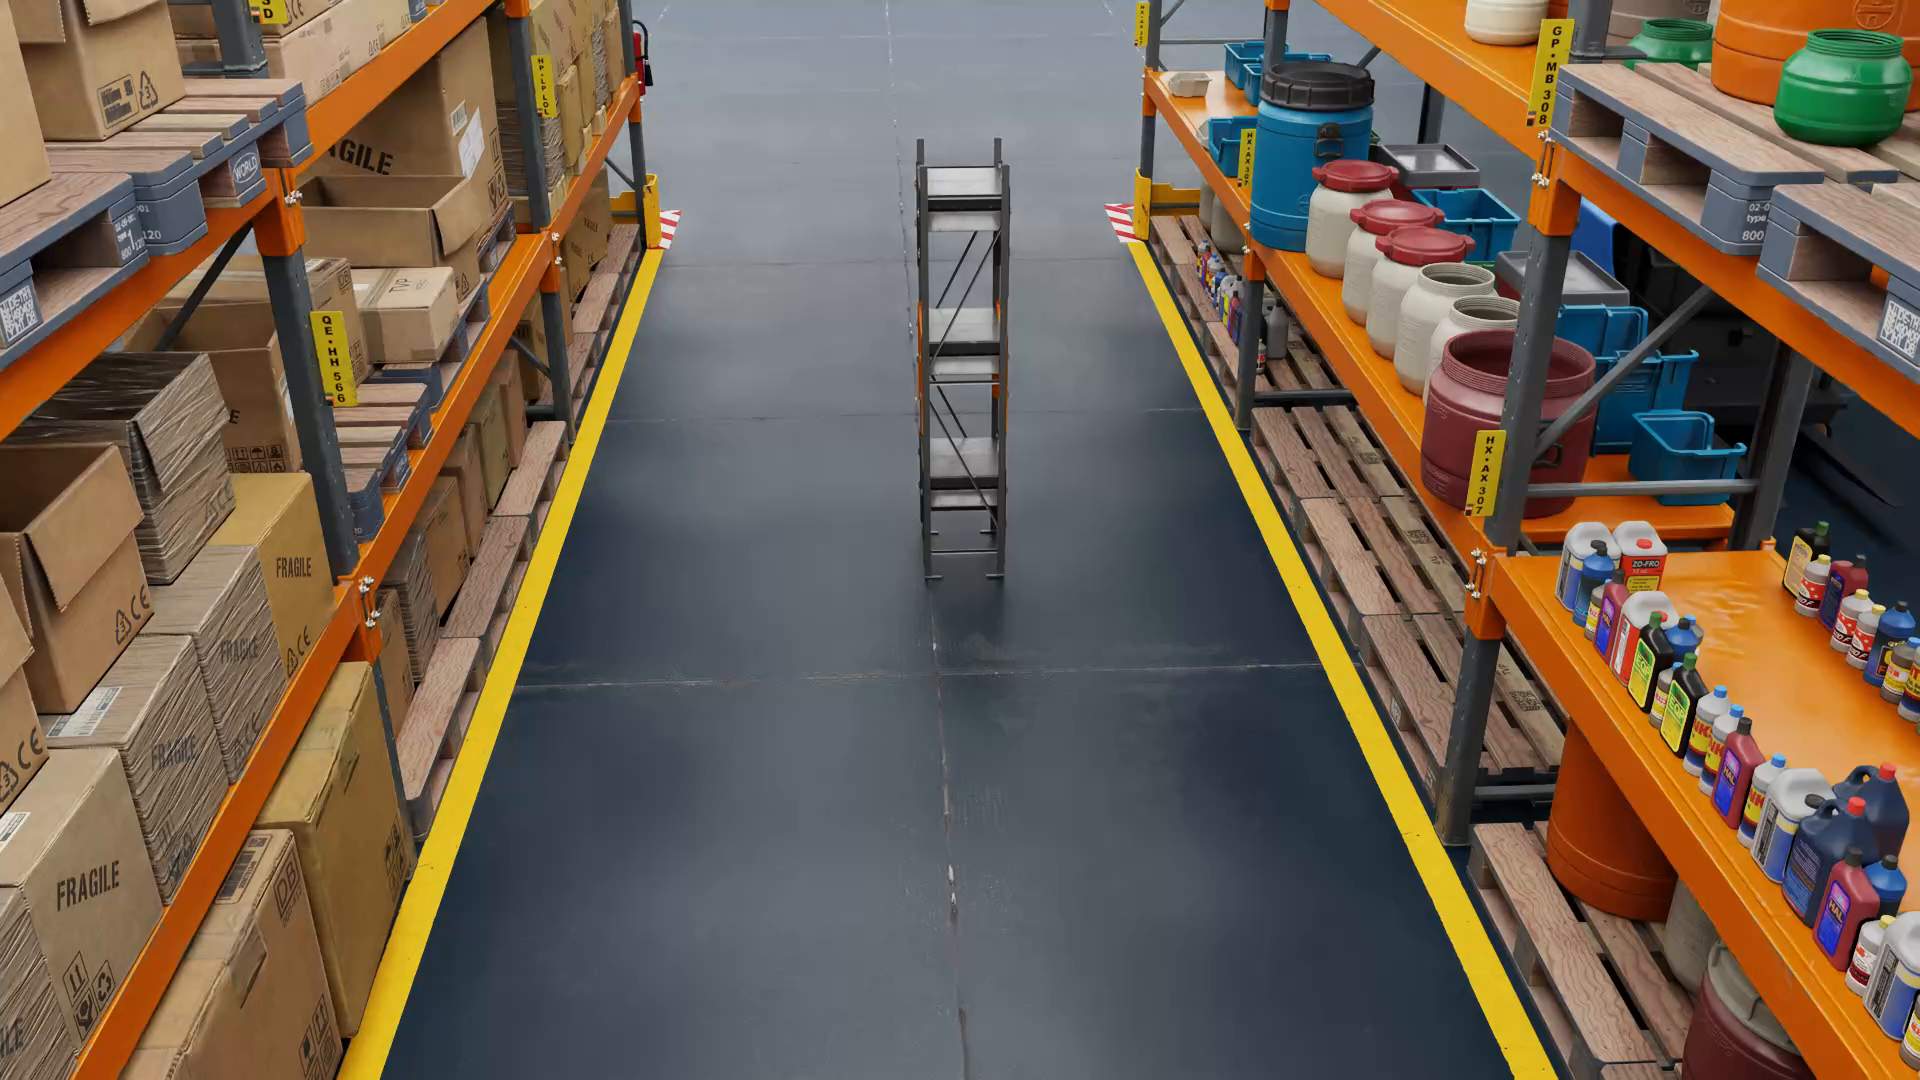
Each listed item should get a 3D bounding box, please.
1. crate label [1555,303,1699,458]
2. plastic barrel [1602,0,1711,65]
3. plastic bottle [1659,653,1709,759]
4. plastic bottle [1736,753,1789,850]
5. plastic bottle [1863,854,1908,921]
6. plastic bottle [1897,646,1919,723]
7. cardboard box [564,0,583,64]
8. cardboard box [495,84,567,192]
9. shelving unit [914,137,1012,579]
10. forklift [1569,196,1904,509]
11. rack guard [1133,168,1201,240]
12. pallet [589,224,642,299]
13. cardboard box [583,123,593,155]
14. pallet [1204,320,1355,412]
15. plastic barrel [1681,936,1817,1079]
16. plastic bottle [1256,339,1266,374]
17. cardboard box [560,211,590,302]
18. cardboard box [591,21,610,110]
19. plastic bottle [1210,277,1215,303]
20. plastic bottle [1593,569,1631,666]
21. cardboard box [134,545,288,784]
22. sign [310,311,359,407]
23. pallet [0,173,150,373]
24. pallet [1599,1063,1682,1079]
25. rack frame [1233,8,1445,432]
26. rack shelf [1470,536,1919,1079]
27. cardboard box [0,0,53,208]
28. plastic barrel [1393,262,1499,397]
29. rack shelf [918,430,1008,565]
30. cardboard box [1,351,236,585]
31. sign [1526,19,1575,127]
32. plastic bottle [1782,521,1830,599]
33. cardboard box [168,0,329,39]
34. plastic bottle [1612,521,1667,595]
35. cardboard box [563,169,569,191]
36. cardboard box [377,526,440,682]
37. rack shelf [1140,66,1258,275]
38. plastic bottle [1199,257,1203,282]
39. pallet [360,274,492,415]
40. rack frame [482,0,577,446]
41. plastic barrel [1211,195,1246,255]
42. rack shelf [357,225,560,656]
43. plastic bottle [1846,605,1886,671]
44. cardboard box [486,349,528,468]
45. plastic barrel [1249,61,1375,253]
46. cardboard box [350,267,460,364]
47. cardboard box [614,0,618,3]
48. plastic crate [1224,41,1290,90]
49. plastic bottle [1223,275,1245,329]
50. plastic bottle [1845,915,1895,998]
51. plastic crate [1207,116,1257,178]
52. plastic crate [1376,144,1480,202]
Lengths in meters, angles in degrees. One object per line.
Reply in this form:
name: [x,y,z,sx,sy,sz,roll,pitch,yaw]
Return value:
crate label: [2.590,-0.655,6.723,0.502,0.435,0.616,-1,28,-3]
plastic barrel: [2.545,-2.110,5.767,0.600,0.901,0.600,0,28,0]
plastic bottle: [2.069,0.469,4.734,0.061,0.283,0.133,-1,28,-3]
plastic bottle: [2.110,0.679,4.344,0.097,0.271,0.097,0,28,0]
plastic bottle: [2.193,0.870,3.978,0.097,0.271,0.097,0,28,0]
plastic bottle: [2.839,0.400,4.879,0.097,0.271,0.097,0,28,0]
cardboard box: [-2.606,-3.197,10.124,0.500,0.500,0.500,-1,28,-3]
cardboard box: [-2.745,-2.287,9.461,0.875,0.500,0.500,-1,28,-3]
shelving unit: [0.009,-0.855,8.118,0.431,2.100,0.503,-1,28,-3]
forklift: [4.511,-1.973,9.363,1.130,2.935,3.031,-1,28,-1]
rack guard: [2.005,-2.726,13.436,1.175,0.500,0.348,-1,28,-3]
pallet: [-2.981,-2.101,12.550,1.003,0.211,1.213,-1,28,-3]
cardboard box: [-2.586,-2.589,10.742,0.380,0.149,0.250,-1,28,-3]
pallet: [2.169,-1.096,10.623,1.003,0.211,1.213,-1,28,-3]
plastic barrel: [2.473,1.456,4.868,0.600,0.588,0.708,-1,28,-3]
plastic bottle: [1.833,-1.135,10.233,0.097,0.201,0.097,0,28,0]
cardboard box: [-2.897,-1.973,11.538,0.500,0.500,0.500,1,28,2]
cardboard box: [-2.862,-3.210,11.232,0.875,0.500,0.500,-1,28,-3]
plastic bottle: [1.766,-1.727,11.369,0.097,0.201,0.097,0,28,0]
plastic bottle: [2.043,0.239,5.175,0.061,0.283,0.133,-1,28,-3]
cardboard box: [-2.281,0.354,4.720,0.500,0.500,0.500,-2,28,-3]
sign: [-2.020,-0.582,5.371,0.100,0.325,0.005,-1,28,-3]
pallet: [-2.427,-0.488,3.402,1.003,0.211,1.213,0,28,0]
pallet: [2.515,1.988,4.710,1.003,0.211,1.213,-1,28,-3]
rack frame: [2.163,-2.021,9.381,1.000,3.000,0.127,-1,28,-3]
rack shelf: [2.476,1.069,4.235,1.077,0.370,4.000,-1,28,-3]
cardboard box: [-2.338,-0.938,3.499,0.500,0.500,0.500,0,28,0]
plastic barrel: [2.083,-0.888,7.087,0.421,0.512,0.421,0,28,0]
rack shelf: [0.009,-0.222,8.448,0.431,0.518,0.480,-1,28,-3]
cardboard box: [-2.553,-0.205,4.707,0.797,0.503,0.637,0,28,-1]
sign: [1.823,-1.441,5.138,0.100,0.325,0.005,-1,28,-3]
plastic bottle: [2.819,0.055,5.528,0.061,0.283,0.133,-1,28,-3]
cardboard box: [-2.342,-1.873,5.206,0.500,0.500,0.500,-1,28,-2]
plastic bottle: [2.223,0.085,5.477,0.152,0.276,0.135,-1,28,-3]
cardboard box: [-2.535,-2.127,9.856,0.380,0.149,0.250,-1,28,-3]
cardboard box: [-2.671,0.294,7.169,0.700,0.500,0.500,-4,28,-7]
rack shelf: [2.058,-2.626,11.318,1.077,0.370,4.000,-1,28,-3]
plastic bottle: [1.743,-1.930,11.757,0.097,0.201,0.097,0,28,0]
pallet: [-2.719,-0.882,7.405,1.003,0.211,1.213,-1,28,-3]
rack frame: [-2.783,-1.901,9.152,1.000,3.000,0.127,-1,28,-3]
plastic barrel: [2.091,-2.418,12.378,0.421,0.512,0.421,0,28,0]
rack shelf: [-2.679,-0.659,7.547,1.077,0.370,4.000,-1,28,-3]
plastic bottle: [2.824,0.296,5.153,0.097,0.201,0.097,0,28,0]
cardboard box: [-2.773,-0.704,9.084,0.700,0.500,0.500,-3,28,-7]
plastic barrel: [1.880,-2.057,8.909,0.600,0.901,0.708,-1,28,-3]
cardboard box: [-2.432,-0.953,7.042,0.500,0.250,0.500,-2,28,-4]
cardboard box: [-2.717,-4.120,11.895,0.500,0.500,0.500,-1,28,-3]
plastic crate: [2.279,-3.578,12.528,0.499,0.251,0.616,-1,28,-3]
plastic bottle: [1.814,-1.570,10.905,0.144,0.351,0.185,-2,28,-3]
plastic bottle: [2.139,0.964,3.874,0.097,0.201,0.097,0,28,0]
plastic crate: [1.834,-2.460,10.383,0.499,0.251,0.616,-1,28,-3]
plastic crate: [2.494,-1.833,8.952,0.402,0.464,0.583,-1,28,-3]
